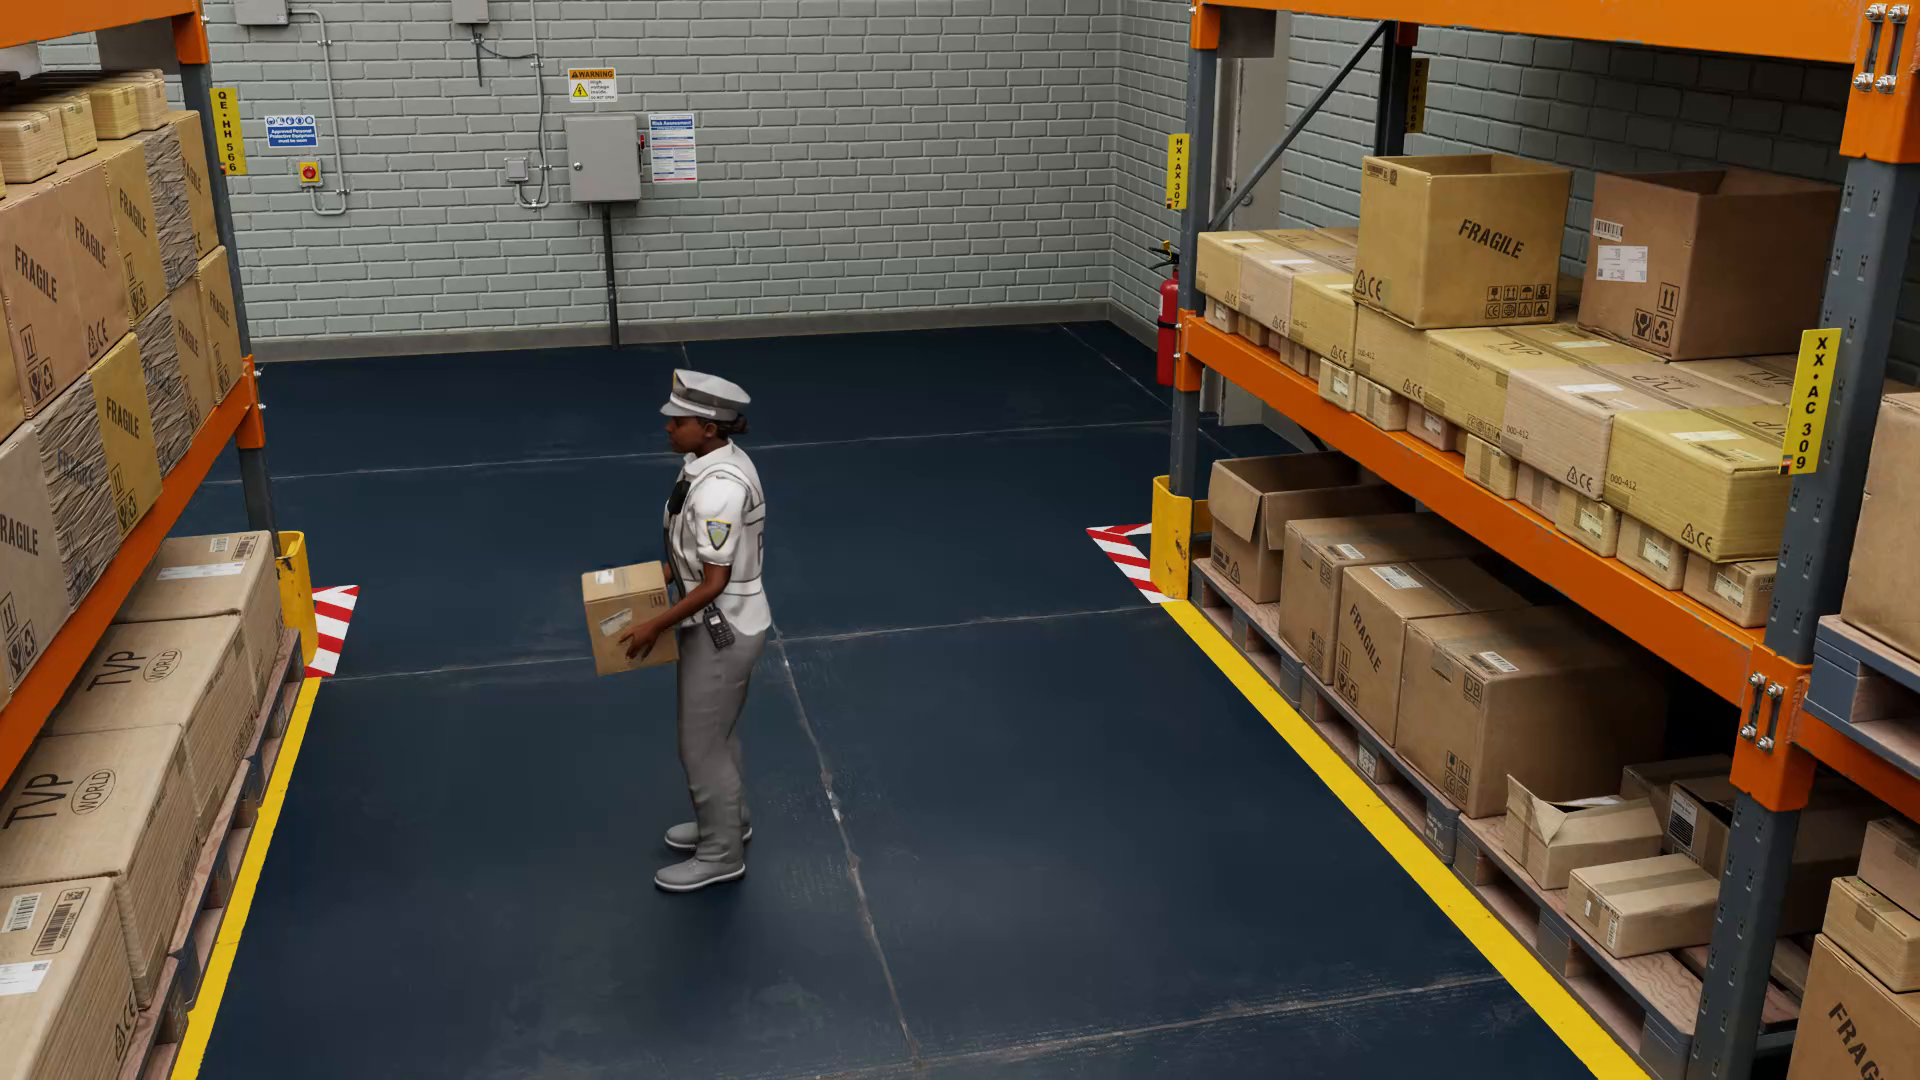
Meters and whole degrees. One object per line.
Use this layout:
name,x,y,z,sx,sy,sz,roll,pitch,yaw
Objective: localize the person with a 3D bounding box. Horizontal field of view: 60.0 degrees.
person,-0.837,0.284,5.235,0.478,1.690,0.473,-5,20,-13
